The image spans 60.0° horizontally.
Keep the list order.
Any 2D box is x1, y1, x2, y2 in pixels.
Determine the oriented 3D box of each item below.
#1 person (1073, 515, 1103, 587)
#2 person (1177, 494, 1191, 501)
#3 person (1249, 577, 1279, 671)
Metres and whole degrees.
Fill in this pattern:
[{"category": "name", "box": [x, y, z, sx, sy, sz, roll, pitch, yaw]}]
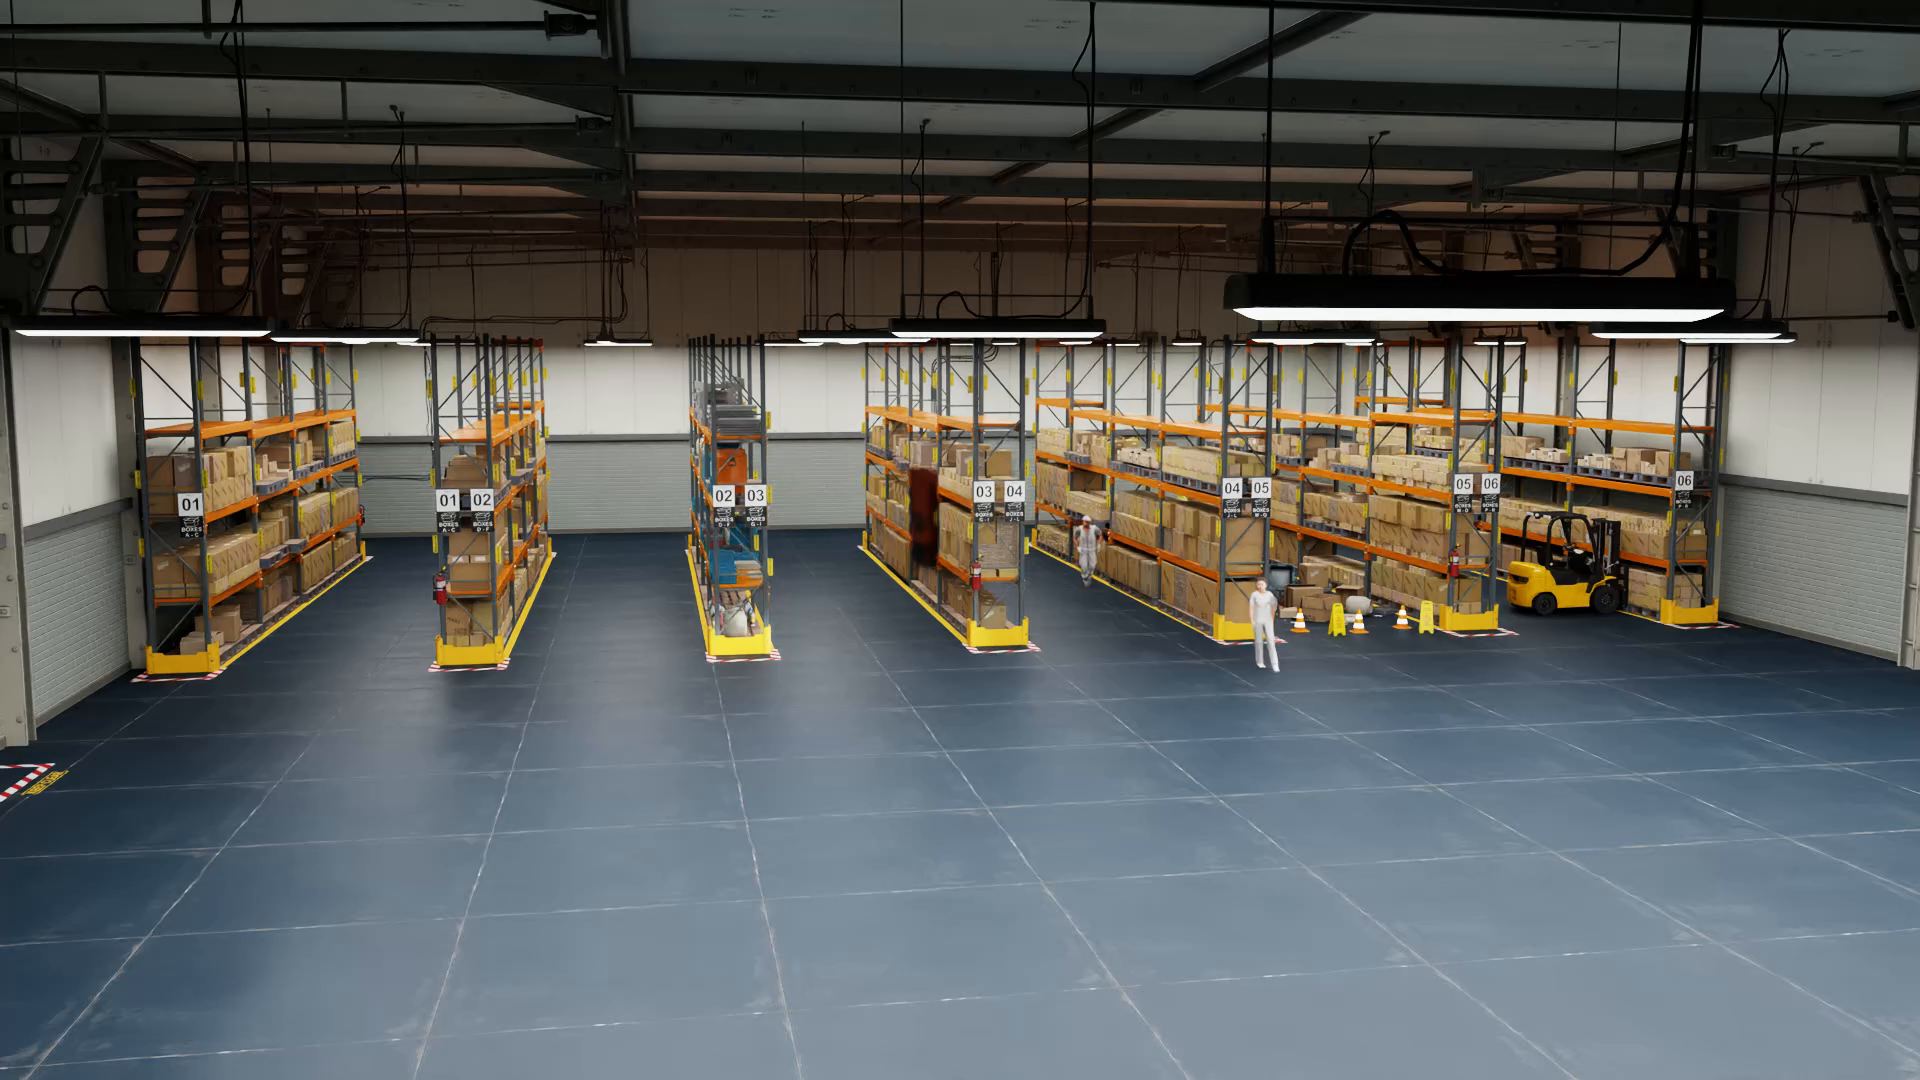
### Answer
[{"category": "person", "box": [2.932, 0.251, 38.014, 0.695, 1.691, 0.665, 0, 7, -2]}, {"category": "person", "box": [7.031, -1.127, 52.067, 0.617, 1.754, 0.559, -3, 7, -26]}, {"category": "person", "box": [5.429, 1.498, 29.708, 0.517, 1.667, 0.771, 1, 7, 5]}]
